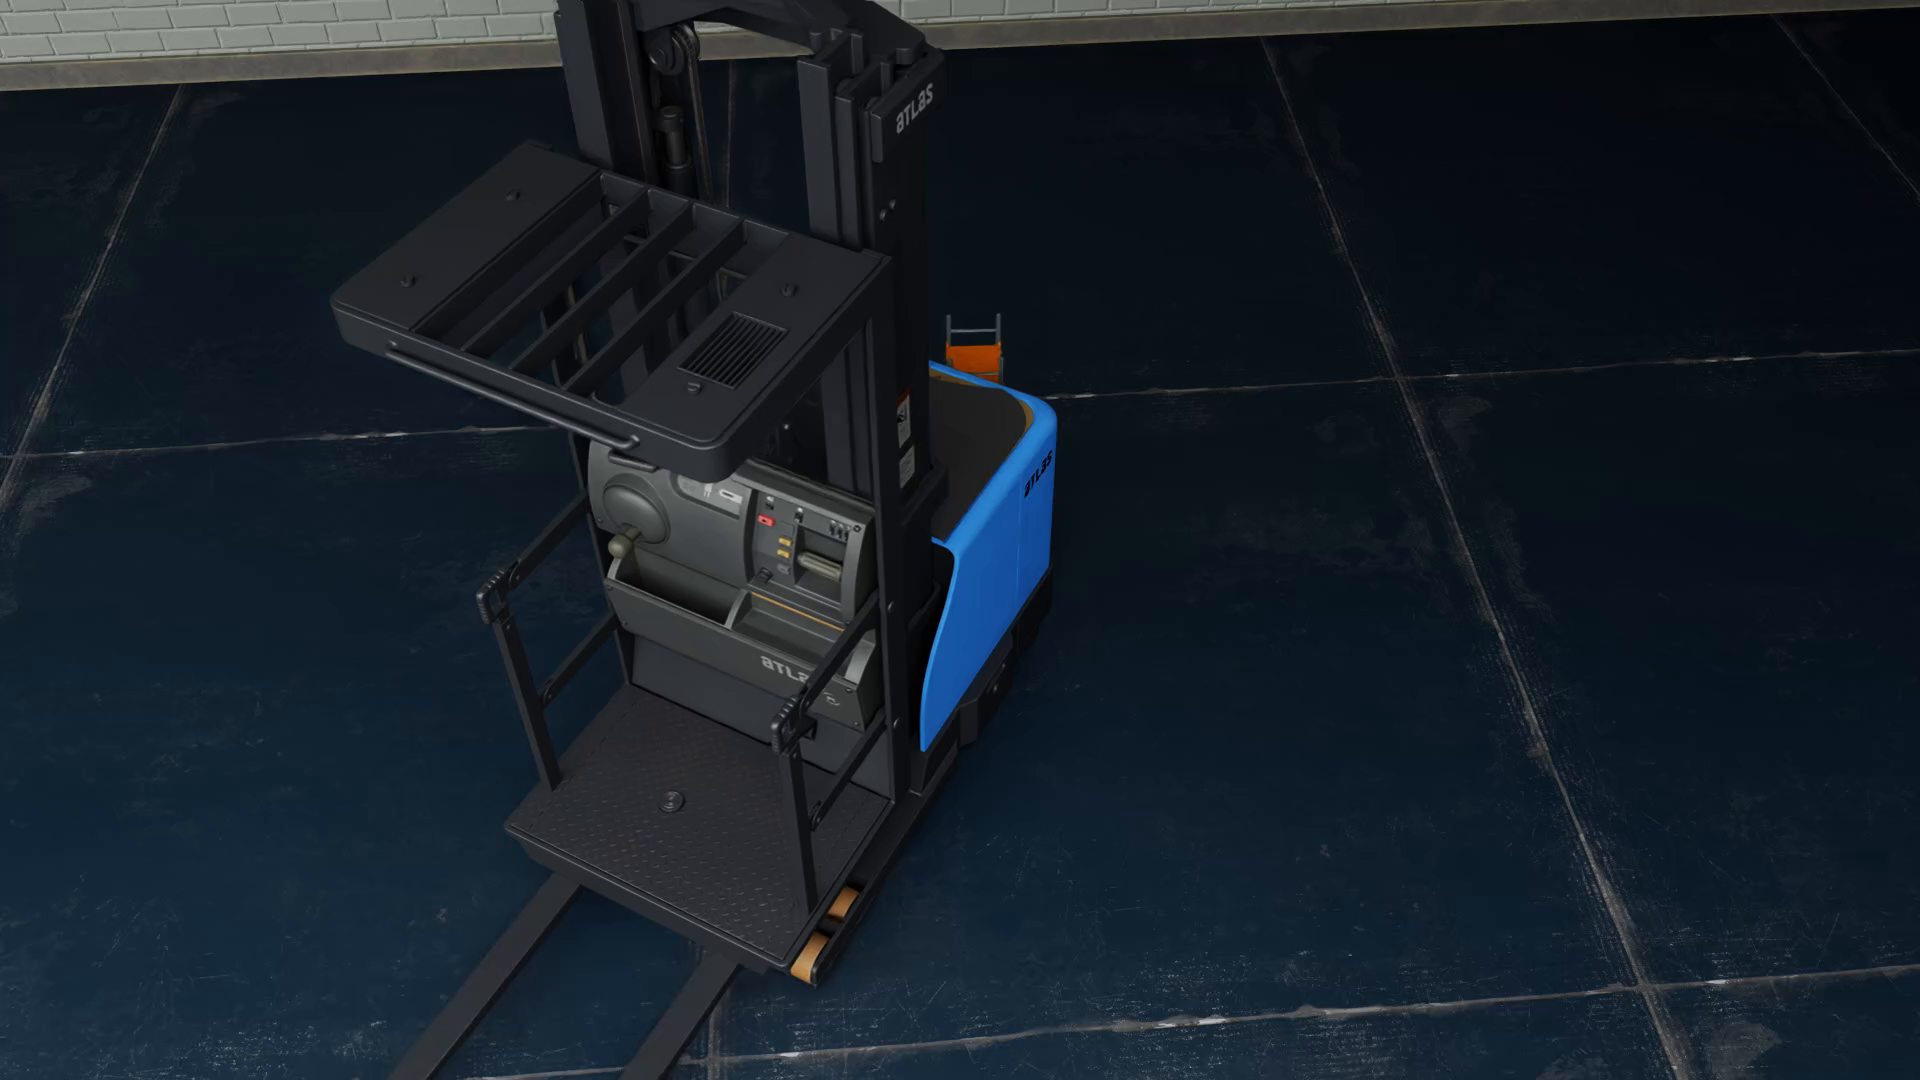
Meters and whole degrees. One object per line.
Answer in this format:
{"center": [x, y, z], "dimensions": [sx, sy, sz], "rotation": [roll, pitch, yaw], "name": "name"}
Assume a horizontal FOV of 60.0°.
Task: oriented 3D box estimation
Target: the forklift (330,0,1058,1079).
{"center": [-0.784, 0.044, 4.689], "dimensions": [1.130, 2.935, 3.031], "rotation": [21, 50, 19], "name": "forklift"}

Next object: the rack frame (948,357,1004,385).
{"center": [0.056, -0.286, 6.298], "dimensions": [0.200, 1.050, 0.008], "rotation": [-1, 47, -1], "name": "rack frame"}

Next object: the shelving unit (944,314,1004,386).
{"center": [0.053, -0.375, 6.382], "dimensions": [0.215, 1.050, 0.252], "rotation": [-1, 47, -1], "name": "shelving unit"}

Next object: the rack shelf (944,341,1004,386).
{"center": [0.053, -0.562, 6.183], "dimensions": [0.215, 0.259, 0.240], "rotation": [-1, 47, -1], "name": "rack shelf"}

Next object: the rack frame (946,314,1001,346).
{"center": [0.050, -0.463, 6.465], "dimensions": [0.200, 1.050, 0.008], "rotation": [-1, 47, -1], "name": "rack frame"}
